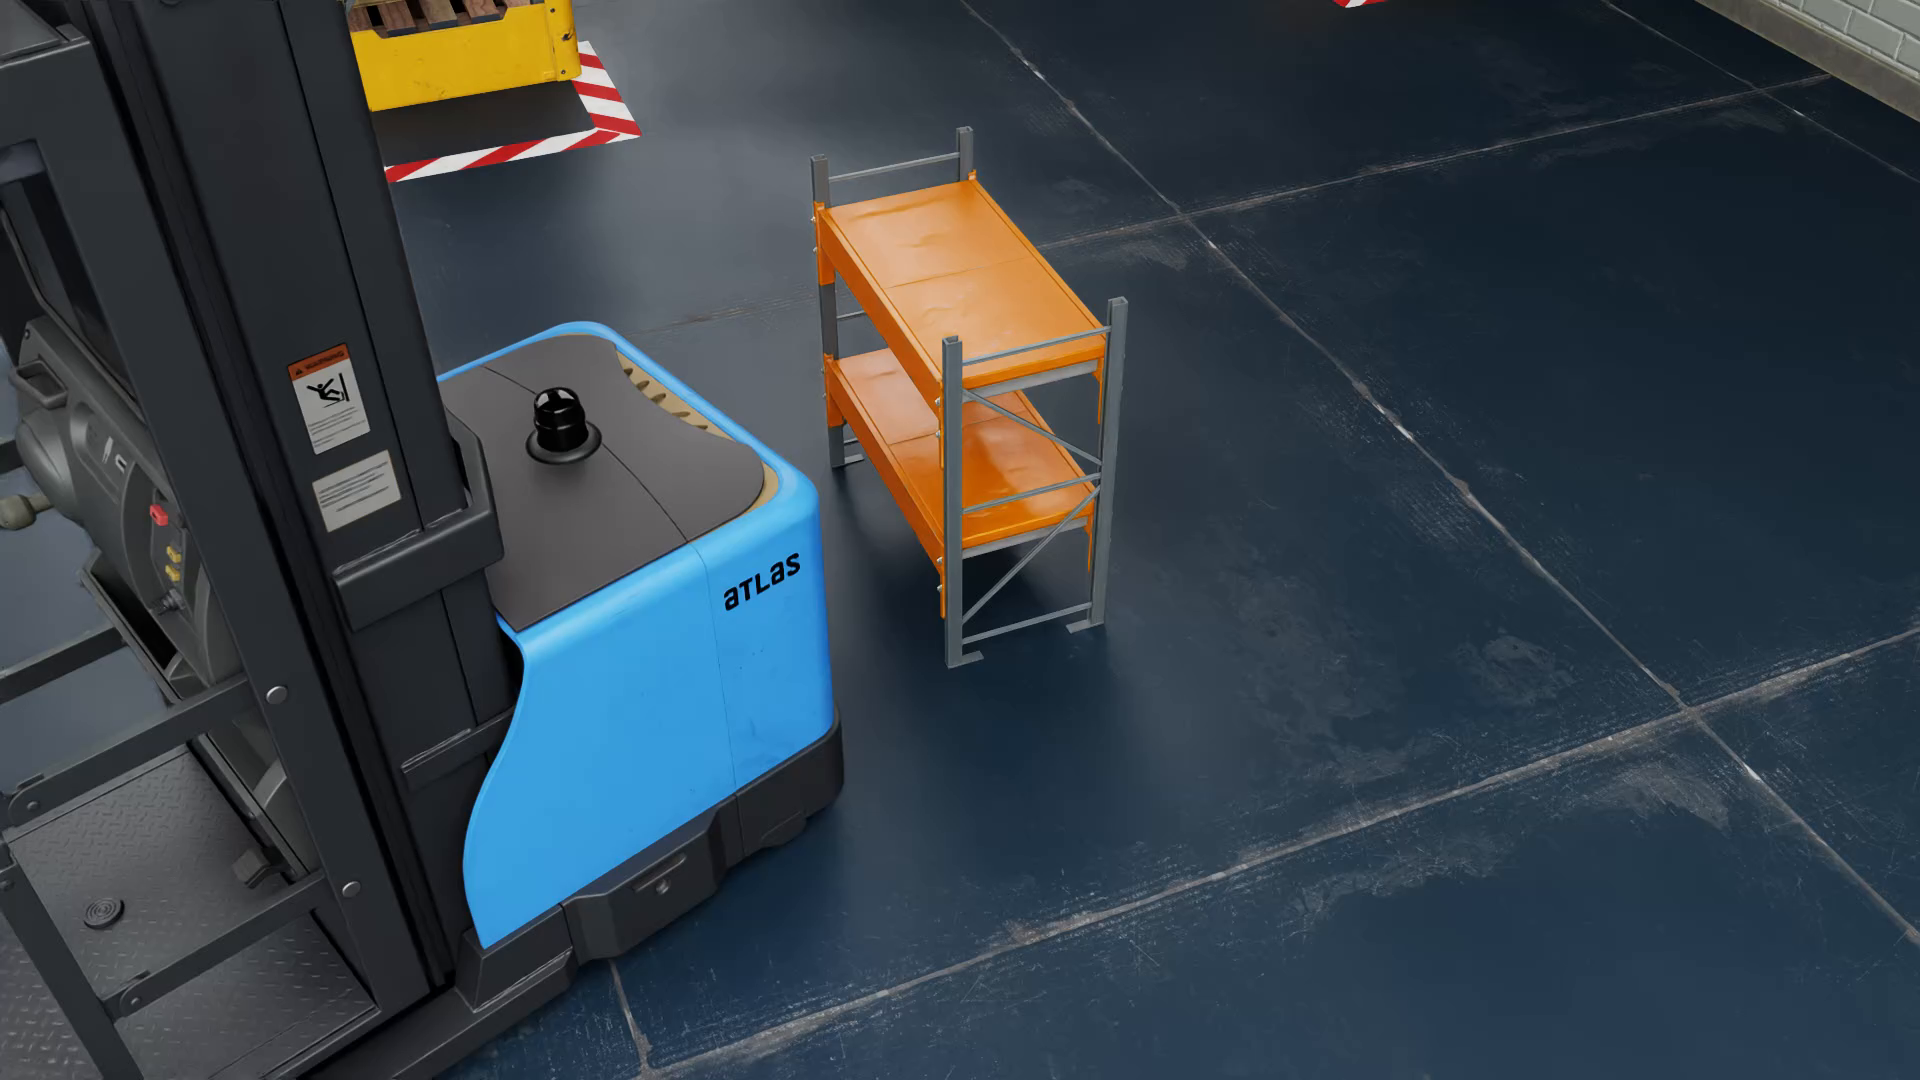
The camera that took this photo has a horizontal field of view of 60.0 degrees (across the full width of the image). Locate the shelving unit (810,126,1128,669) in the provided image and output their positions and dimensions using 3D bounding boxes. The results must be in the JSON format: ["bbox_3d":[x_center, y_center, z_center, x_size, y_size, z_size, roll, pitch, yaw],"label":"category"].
[{"bbox_3d":[-0.003,-0.431,4.888,0.538,1.125,1.048,-15,43,-17],"label":"shelving unit"}]

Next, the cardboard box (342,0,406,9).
[{"bbox_3d":[-2.896,-2.763,7.949,0.500,0.250,0.500,-15,43,-17],"label":"cardboard box"}]

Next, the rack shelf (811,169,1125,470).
[{"bbox_3d":[-0.003,-0.652,4.697,0.538,0.278,1.000,-15,43,-17],"label":"rack shelf"}]

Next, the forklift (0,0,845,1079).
[{"bbox_3d":[-1.740,-0.012,3.016,3.031,2.935,1.130,-30,49,-30],"label":"forklift"}]

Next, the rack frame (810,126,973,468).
[{"bbox_3d":[-0.197,-0.737,5.244,0.500,1.125,0.032,-15,43,-17],"label":"rack frame"}]

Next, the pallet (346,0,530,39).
[{"bbox_3d":[-2.637,-2.699,8.226,1.003,0.211,1.213,-15,43,-17],"label":"pallet"}]

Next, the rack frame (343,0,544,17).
[{"bbox_3d":[-2.329,-3.212,6.685,1.000,3.000,0.127,-15,43,-17],"label":"rack frame"}]

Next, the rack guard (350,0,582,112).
[{"bbox_3d":[-2.358,-2.310,7.553,1.175,0.500,0.348,-15,43,-17],"label":"rack guard"}]

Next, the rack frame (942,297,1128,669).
[{"bbox_3d":[0.192,-0.124,4.532,0.500,1.125,0.032,-15,43,-17],"label":"rack frame"}]

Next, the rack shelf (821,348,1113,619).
[{"bbox_3d":[-0.003,-0.245,5.047,0.538,0.278,1.000,-15,43,-17],"label":"rack shelf"}]
